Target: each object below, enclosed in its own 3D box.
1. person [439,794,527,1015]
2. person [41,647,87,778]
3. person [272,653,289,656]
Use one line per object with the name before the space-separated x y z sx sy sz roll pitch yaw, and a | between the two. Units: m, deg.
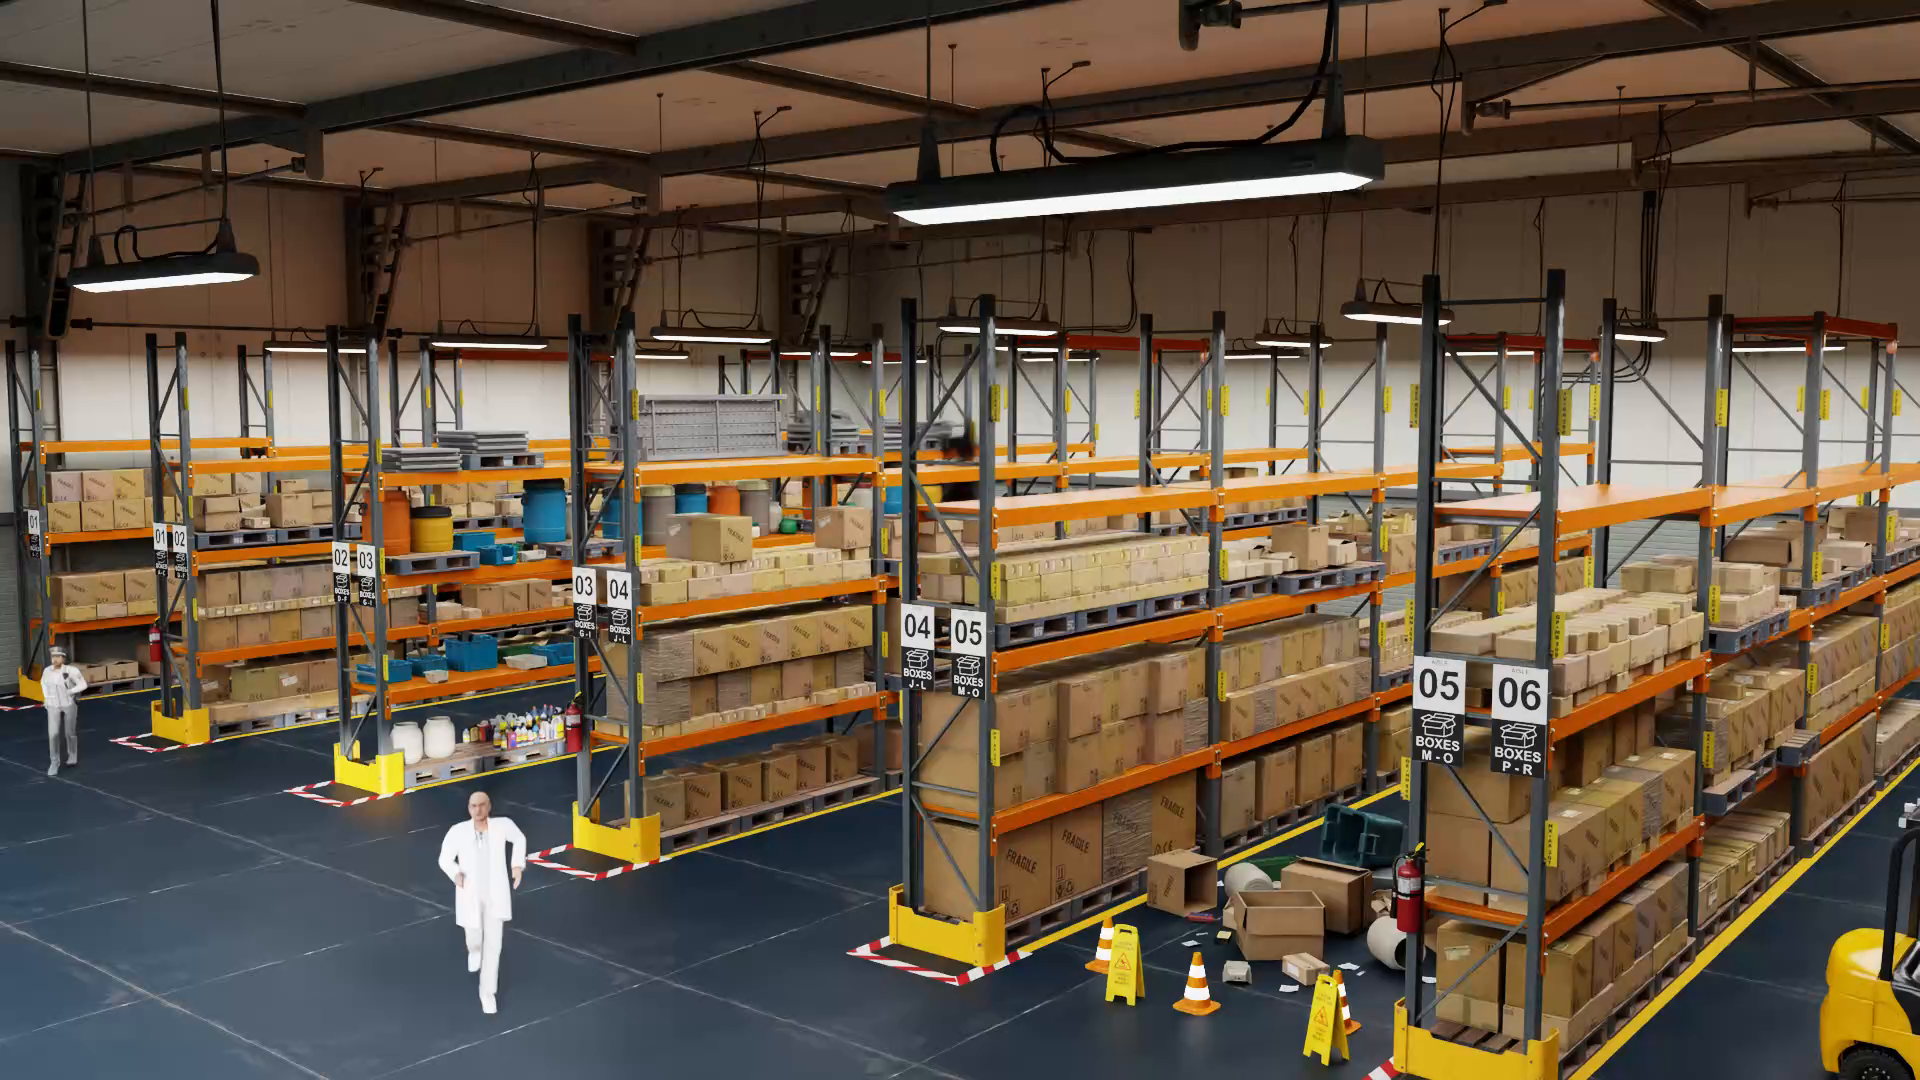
person | -4.053 3.038 14.168 0.724 1.762 0.956 -1 5 -16
person | -12.152 2.290 22.571 0.608 1.744 0.775 -2 5 -17
person | -11.299 1.797 27.685 0.657 1.738 0.602 4 6 37
